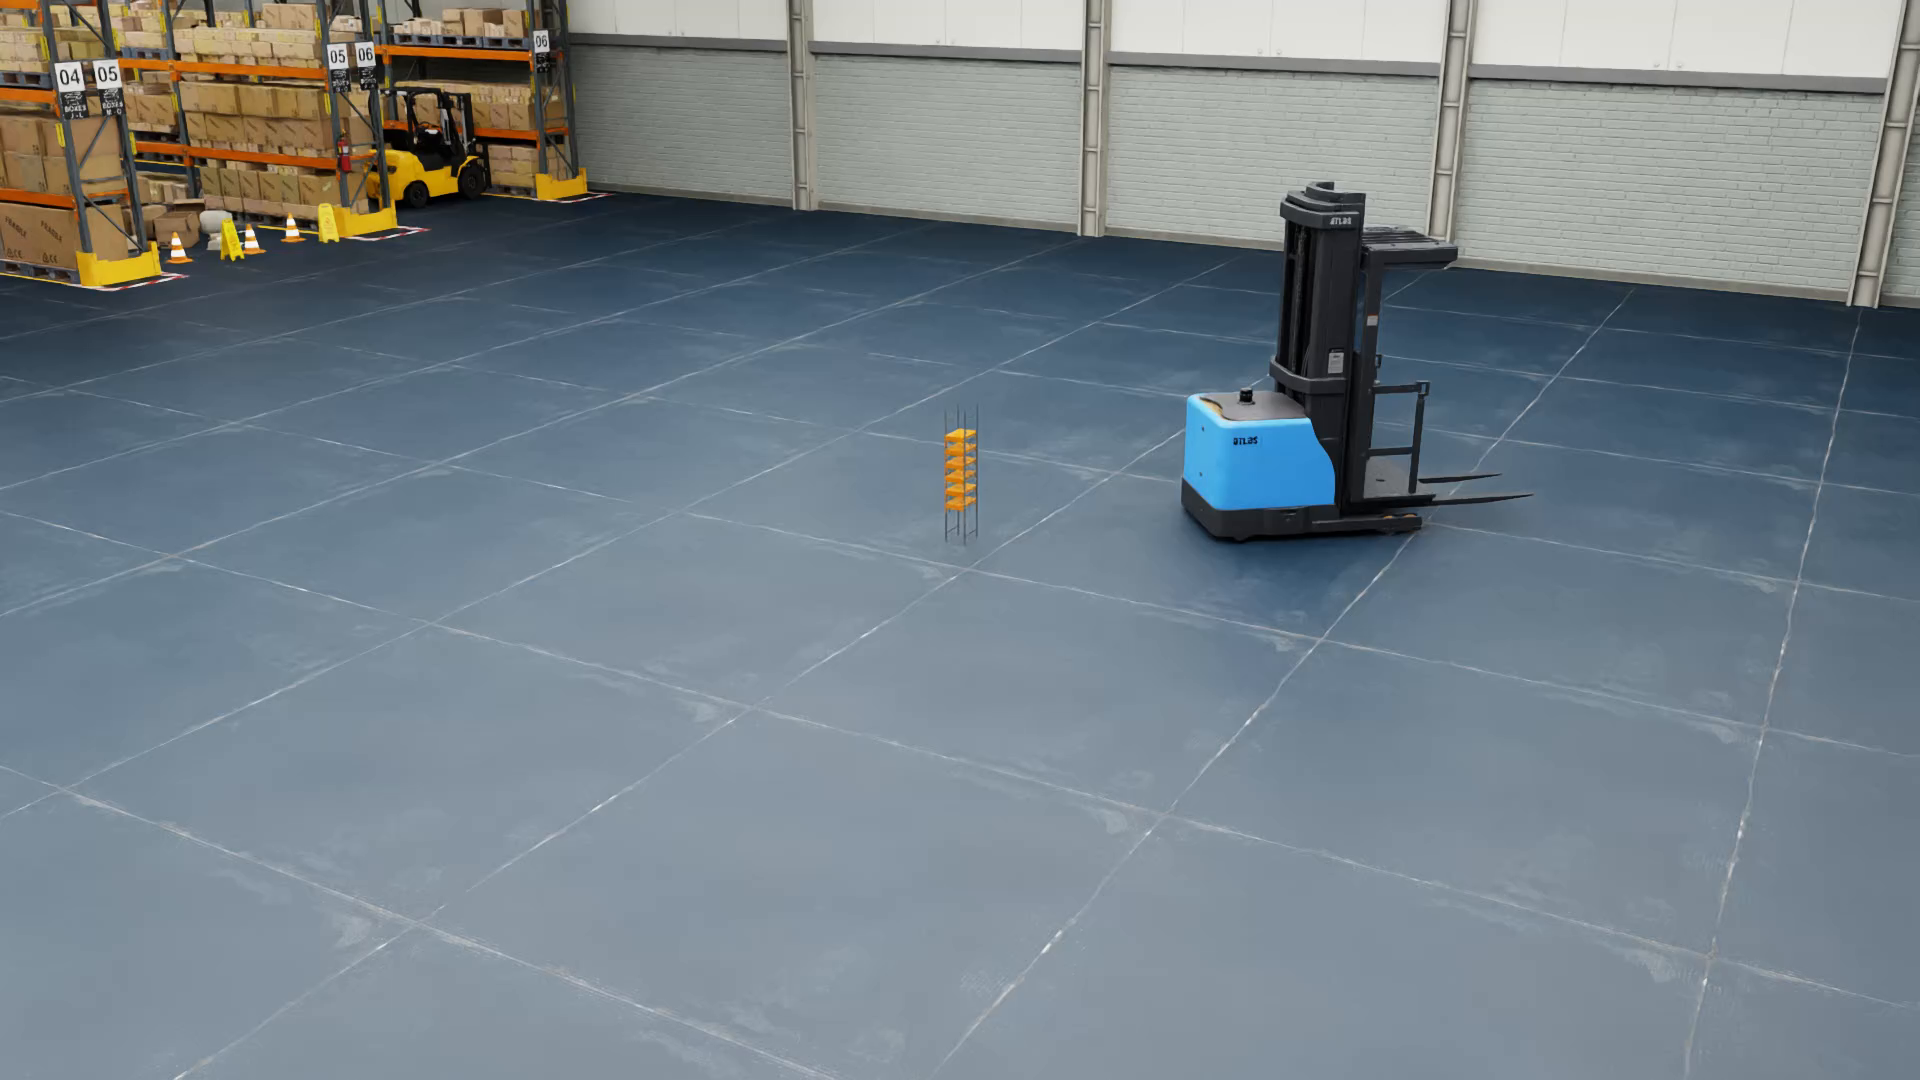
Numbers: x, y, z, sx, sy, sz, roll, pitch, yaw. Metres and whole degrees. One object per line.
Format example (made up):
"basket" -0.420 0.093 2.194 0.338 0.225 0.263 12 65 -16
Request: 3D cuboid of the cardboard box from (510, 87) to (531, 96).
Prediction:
"cardboard box" -8.661 -8.862 32.863 0.250 0.149 0.380 11 23 27

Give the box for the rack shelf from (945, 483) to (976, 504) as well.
"rack shelf" 0.013 -0.407 14.210 0.180 0.103 0.258 11 23 27

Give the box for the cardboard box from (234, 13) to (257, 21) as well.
"cardboard box" -15.443 -11.308 35.941 0.250 0.149 0.380 12 23 29

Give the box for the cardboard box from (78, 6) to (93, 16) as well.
"cardboard box" -19.935 -12.233 38.341 0.500 0.250 0.500 11 23 28

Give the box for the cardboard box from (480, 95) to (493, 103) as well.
"cardboard box" -9.355 -8.838 33.233 0.250 0.149 0.380 10 22 26

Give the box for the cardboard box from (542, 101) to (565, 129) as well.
"cardboard box" -8.312 -8.554 33.401 0.500 0.500 0.500 12 23 29

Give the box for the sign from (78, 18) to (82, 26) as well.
"sign" -17.150 -10.008 32.400 0.005 0.325 0.100 11 23 27

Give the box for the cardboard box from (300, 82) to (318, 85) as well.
"cardboard box" -13.925 -9.732 35.697 0.250 0.149 0.380 11 23 28

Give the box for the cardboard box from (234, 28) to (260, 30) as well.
"cardboard box" -12.803 -9.113 29.890 0.250 0.149 0.380 12 23 29

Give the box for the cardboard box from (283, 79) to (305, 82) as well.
"cardboard box" -14.616 -10.030 36.520 0.250 0.149 0.380 12 23 29

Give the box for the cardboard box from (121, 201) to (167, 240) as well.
"cardboard box" -14.021 -5.445 28.439 0.503 0.637 0.797 11 23 27

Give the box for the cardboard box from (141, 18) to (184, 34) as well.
"cardboard box" -14.492 -9.359 30.240 0.500 0.250 0.500 11 23 29

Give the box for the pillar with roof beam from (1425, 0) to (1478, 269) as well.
"pillar with roof beam" 5.432 -7.271 21.213 0.400 9.000 9.100 11 23 27

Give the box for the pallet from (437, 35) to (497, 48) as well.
"pallet" -9.688 -10.038 33.370 1.213 0.211 1.003 11 23 27

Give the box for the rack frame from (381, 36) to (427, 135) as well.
"rack frame" -11.507 -9.007 34.797 0.127 3.000 1.000 11 23 27

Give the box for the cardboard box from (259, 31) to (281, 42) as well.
"cardboard box" -11.932 -8.742 28.865 0.250 0.149 0.380 10 22 26

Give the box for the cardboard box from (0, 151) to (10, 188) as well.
"cardboard box" -14.505 -5.783 25.689 0.500 0.550 0.875 11 23 27

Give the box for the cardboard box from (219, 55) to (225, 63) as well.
"cardboard box" -12.873 -8.526 29.440 0.250 0.149 0.380 10 22 26

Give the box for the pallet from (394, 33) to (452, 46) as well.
"pallet" -10.749 -10.241 33.930 1.213 0.211 1.003 11 23 27

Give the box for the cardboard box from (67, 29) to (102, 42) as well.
"cardboard box" -12.894 -7.435 24.499 0.250 0.149 0.380 11 23 28

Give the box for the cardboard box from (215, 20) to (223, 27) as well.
"cardboard box" -16.098 -11.315 36.396 0.250 0.149 0.380 11 23 27

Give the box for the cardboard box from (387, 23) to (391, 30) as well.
"cardboard box" -12.152 -10.743 34.789 0.250 0.149 0.380 11 23 27

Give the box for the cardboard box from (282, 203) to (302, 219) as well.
"cardboard box" -11.717 -5.911 29.678 0.500 0.250 0.500 11 23 27

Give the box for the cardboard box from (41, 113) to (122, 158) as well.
"cardboard box" -13.063 -6.024 24.771 0.550 0.550 0.875 11 23 27

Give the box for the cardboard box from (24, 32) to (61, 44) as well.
"cardboard box" -13.217 -7.239 23.961 0.250 0.149 0.380 11 23 28

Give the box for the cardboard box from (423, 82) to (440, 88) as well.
"cardboard box" -10.699 -9.228 33.871 0.250 0.149 0.380 11 23 28

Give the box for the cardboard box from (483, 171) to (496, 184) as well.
"cardboard box" -9.441 -7.402 33.789 0.500 0.250 0.500 11 23 28

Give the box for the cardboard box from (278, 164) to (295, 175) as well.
"cardboard box" -11.830 -6.565 29.430 0.250 0.149 0.380 11 23 28

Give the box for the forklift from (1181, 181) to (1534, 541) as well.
"forklift" 3.573 -1.597 14.468 3.031 2.935 1.130 -4 20 -10

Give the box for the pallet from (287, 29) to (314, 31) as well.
"pallet" -14.363 -10.907 35.913 1.003 0.211 1.213 12 23 30

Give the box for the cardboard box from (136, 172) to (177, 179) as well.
"cardboard box" -15.620 -6.811 31.980 0.625 0.372 0.950 12 23 29

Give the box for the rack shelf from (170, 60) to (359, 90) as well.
"rack shelf" -12.178 -8.268 29.415 4.000 0.370 1.077 11 23 27

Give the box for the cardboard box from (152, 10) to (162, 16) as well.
"cardboard box" -17.738 -11.720 37.048 0.250 0.149 0.380 10 22 26

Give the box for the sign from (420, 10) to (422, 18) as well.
"sign" -11.237 -10.863 34.640 0.005 0.325 0.100 11 23 27

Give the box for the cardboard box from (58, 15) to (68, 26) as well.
"cardboard box" -20.834 -12.160 38.873 0.500 0.250 0.500 10 22 26

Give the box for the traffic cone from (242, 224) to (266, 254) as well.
"traffic cone" -11.681 -4.971 27.392 0.334 0.463 0.336 11 23 27

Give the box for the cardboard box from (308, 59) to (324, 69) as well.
"cardboard box" -10.880 -8.132 28.353 0.250 0.149 0.380 11 23 28

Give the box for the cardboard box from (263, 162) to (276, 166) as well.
"cardboard box" -12.832 -6.683 30.708 0.500 0.500 0.500 11 23 28

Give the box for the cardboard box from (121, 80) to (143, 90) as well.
"cardboard box" -15.850 -8.695 31.786 0.250 0.149 0.380 10 22 25

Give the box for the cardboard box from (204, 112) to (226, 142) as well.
"cardboard box" -13.226 -7.483 30.012 0.500 0.500 0.500 11 23 27

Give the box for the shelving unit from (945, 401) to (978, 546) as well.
"shelving unit" 0.013 -0.562 14.154 0.189 1.200 0.258 11 23 27

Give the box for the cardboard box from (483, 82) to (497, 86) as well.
"cardboard box" -9.540 -9.219 33.846 0.250 0.149 0.380 11 23 28

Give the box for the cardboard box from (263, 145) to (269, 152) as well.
"cardboard box" -12.188 -7.004 29.643 0.250 0.149 0.380 11 23 27

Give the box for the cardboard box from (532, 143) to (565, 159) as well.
"cardboard box" -8.342 -7.853 33.565 0.500 0.250 0.500 10 22 26

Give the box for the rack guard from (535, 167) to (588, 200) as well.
"rack guard" -7.994 -7.163 33.378 0.348 0.500 1.175 11 23 27

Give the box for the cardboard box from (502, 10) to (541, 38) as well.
"cardboard box" -8.520 -10.044 32.348 0.500 0.500 0.500 12 23 29

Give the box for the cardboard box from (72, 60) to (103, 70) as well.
"cardboard box" -12.901 -7.062 24.642 0.250 0.149 0.380 11 23 28

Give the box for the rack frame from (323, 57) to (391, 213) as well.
"rack frame" -10.432 -6.863 28.887 0.127 3.000 1.000 11 23 27

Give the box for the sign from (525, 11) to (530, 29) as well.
"sign" -8.291 -9.972 31.875 0.005 0.325 0.100 11 23 27

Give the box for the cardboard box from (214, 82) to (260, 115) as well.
"cardboard box" -12.785 -7.865 29.599 0.500 0.500 0.700 10 22 26

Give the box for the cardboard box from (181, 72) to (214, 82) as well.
"cardboard box" -17.040 -10.218 37.373 0.500 0.500 0.700 11 23 27

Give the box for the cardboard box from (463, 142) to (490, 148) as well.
"cardboard box" -9.901 -7.951 33.836 0.500 0.250 0.500 10 22 26

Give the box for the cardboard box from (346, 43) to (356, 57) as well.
"cardboard box" -10.741 -8.506 28.800 0.500 0.250 0.500 10 22 26
